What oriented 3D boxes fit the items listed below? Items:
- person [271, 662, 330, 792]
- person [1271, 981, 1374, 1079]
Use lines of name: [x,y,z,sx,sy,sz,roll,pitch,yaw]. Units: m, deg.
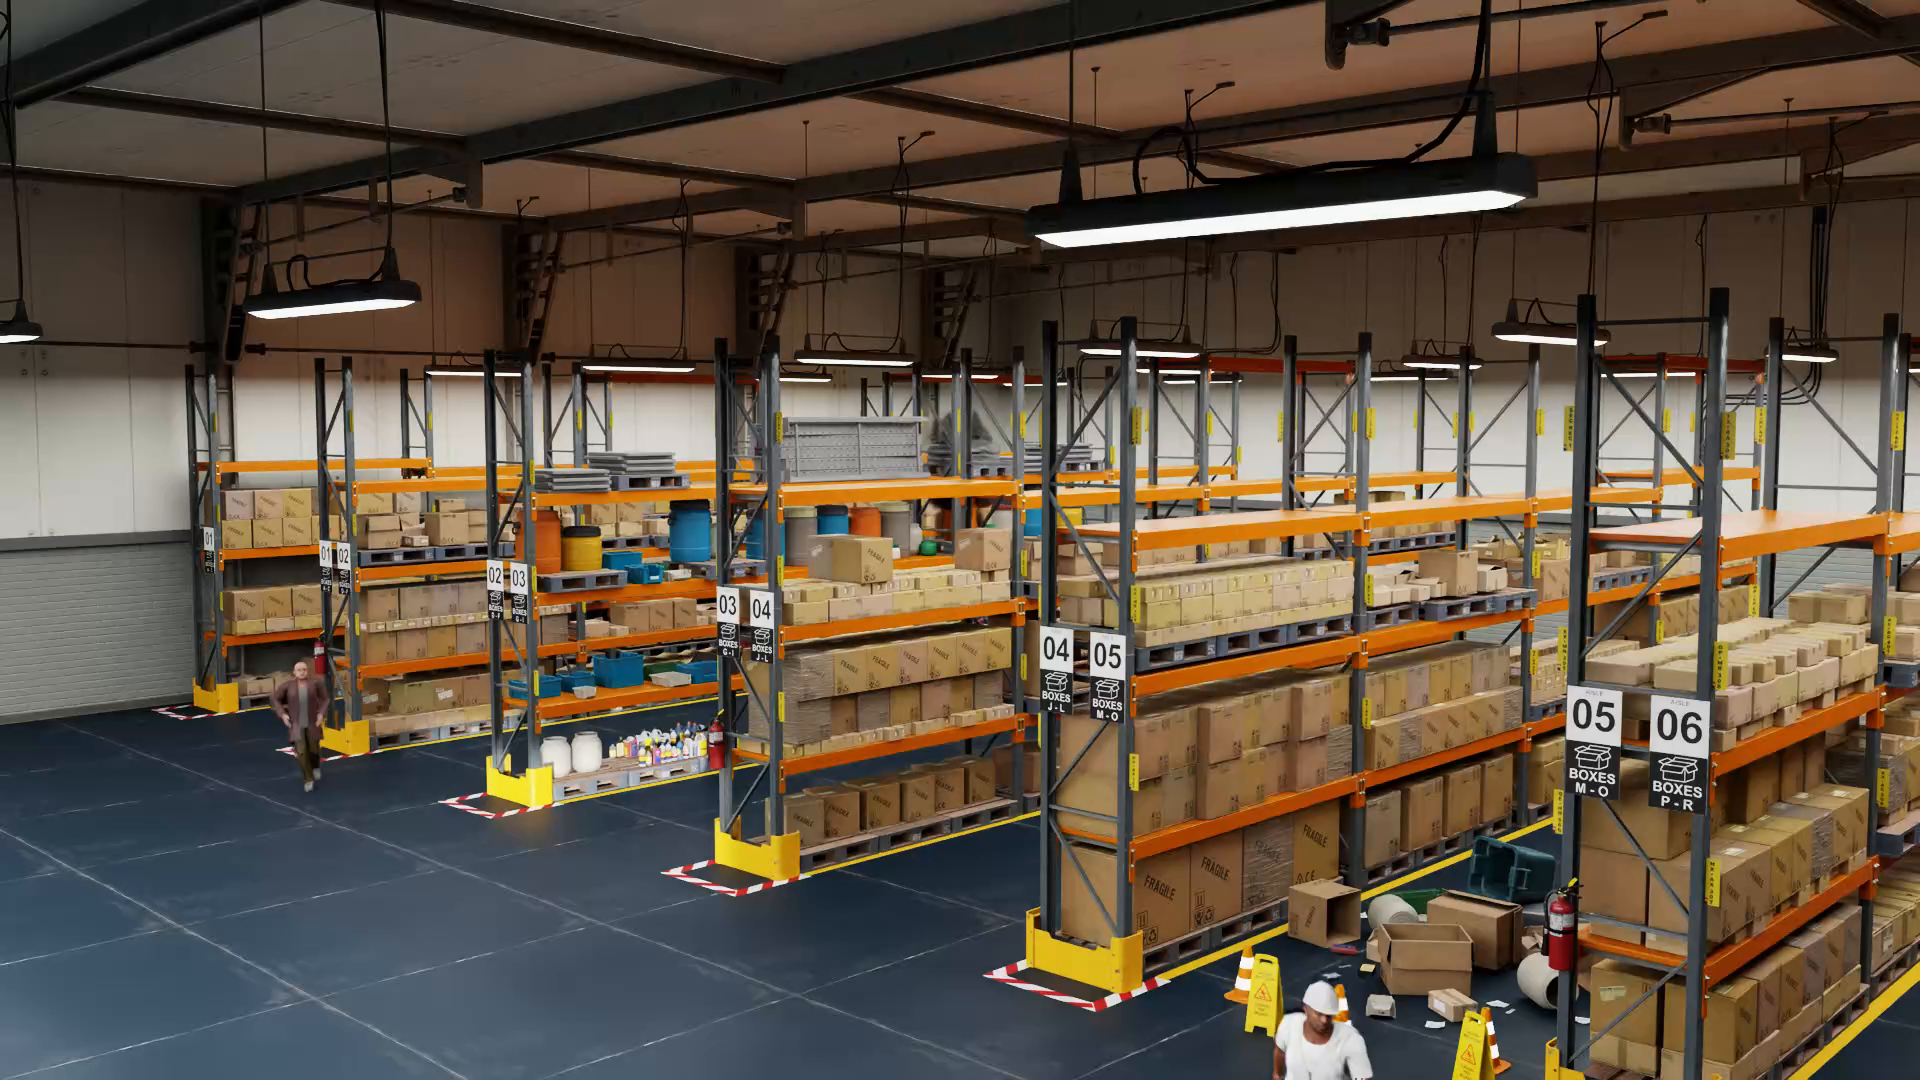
person: [-9.064,2.546,22.896,0.751,1.754,0.750,-2,5,-22]
person: [2.181,3.515,10.172,0.696,1.702,0.804,2,5,21]
